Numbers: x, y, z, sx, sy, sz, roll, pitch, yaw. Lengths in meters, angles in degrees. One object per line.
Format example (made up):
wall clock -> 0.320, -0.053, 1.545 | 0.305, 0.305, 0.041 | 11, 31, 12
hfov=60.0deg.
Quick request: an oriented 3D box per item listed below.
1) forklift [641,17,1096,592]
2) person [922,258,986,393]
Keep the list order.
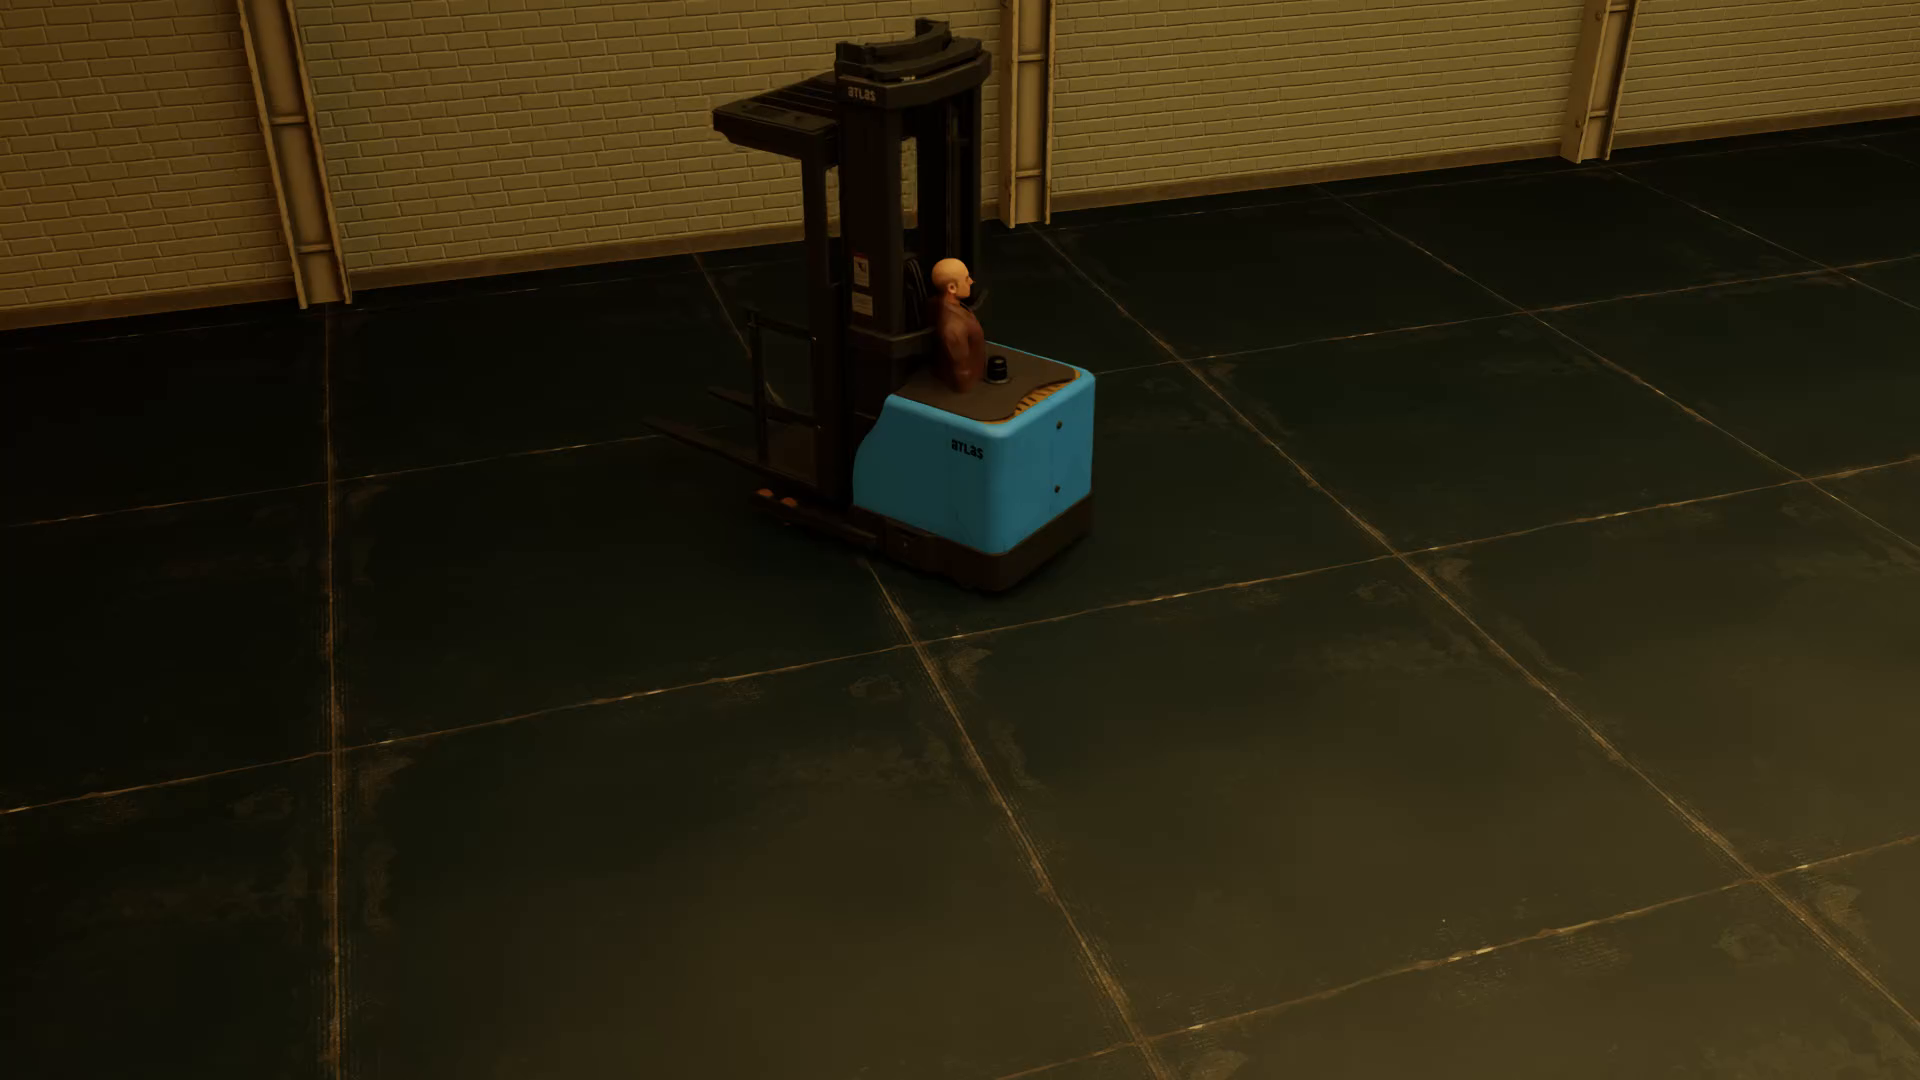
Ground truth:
forklift -> -0.689, -1.553, 9.787 | 3.031, 2.935, 1.130 | 20, 36, 31
person -> -0.016, -0.810, 9.567 | 0.326, 1.704, 0.551 | -10, 31, -16
